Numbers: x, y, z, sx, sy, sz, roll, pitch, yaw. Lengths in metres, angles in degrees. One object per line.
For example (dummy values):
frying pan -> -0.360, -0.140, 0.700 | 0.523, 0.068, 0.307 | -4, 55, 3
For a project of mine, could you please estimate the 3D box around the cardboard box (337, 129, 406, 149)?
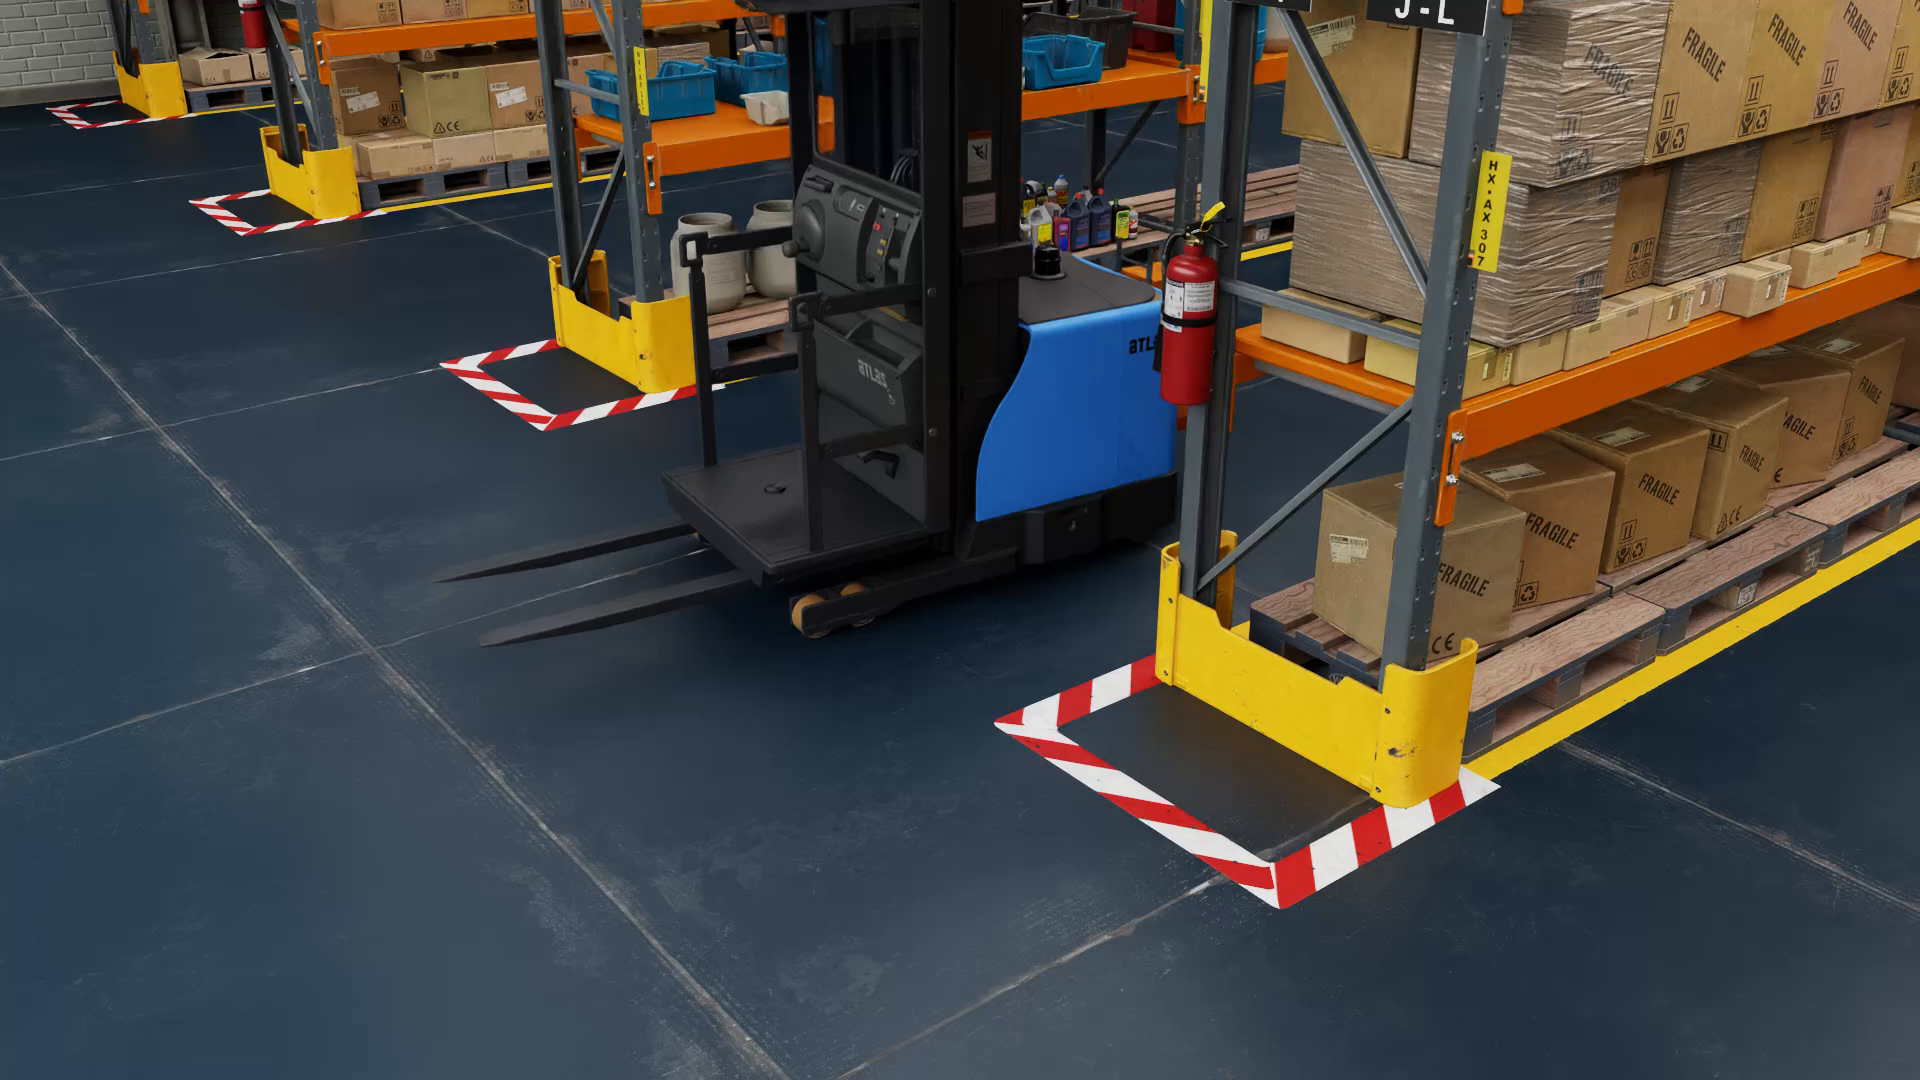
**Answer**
cardboard box -> -4.736, -3.162, 13.268 | 0.500, 0.250, 0.500 | -18, 31, -34

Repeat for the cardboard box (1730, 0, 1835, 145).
cardboard box -> 2.526, -1.643, 5.568 | 0.500, 0.500, 0.500 | -18, 31, -34

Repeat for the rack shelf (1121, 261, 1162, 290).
rack shelf -> 0.960, -1.142, 7.353 | 0.480, 0.148, 0.258 | -14, 29, -28

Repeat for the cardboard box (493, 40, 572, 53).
cardboard box -> -3.565, -3.897, 13.961 | 0.500, 0.500, 0.500 | -18, 31, -34

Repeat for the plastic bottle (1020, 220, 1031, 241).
plastic bottle -> 0.361, -1.906, 10.506 | 0.135, 0.276, 0.152 | -18, 30, -33

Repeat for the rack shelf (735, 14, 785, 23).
rack shelf -> -0.254, -5.214, 15.776 | 4.000, 0.370, 1.077 | -18, 31, -34

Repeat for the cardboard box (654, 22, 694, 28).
cardboard box -> -3.517, -6.193, 19.478 | 0.500, 0.500, 0.700 | -18, 30, -33

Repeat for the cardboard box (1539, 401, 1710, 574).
cardboard box -> 2.589, -0.235, 6.664 | 0.500, 0.500, 0.500 | -15, 29, -29

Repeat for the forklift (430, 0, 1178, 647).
forklift -> -0.584, -1.203, 6.360 | 3.031, 2.935, 1.130 | -14, 29, -28

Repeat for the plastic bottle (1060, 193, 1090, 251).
plastic bottle -> 0.746, -2.064, 10.759 | 0.185, 0.351, 0.144 | -20, 32, -37

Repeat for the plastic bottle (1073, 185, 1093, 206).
plastic bottle -> 0.808, -2.162, 10.969 | 0.185, 0.351, 0.144 | -18, 31, -34

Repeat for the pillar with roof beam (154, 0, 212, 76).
pillar with roof beam -> -5.362, -7.385, 12.474 | 0.400, 9.000, 9.100 | -18, 31, -34

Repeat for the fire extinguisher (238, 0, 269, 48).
fire extinguisher -> -5.355, -4.070, 12.548 | 0.183, 0.674, 0.296 | -18, 31, -34

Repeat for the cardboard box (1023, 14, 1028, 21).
cardboard box -> 0.726, -5.219, 17.033 | 0.500, 0.311, 0.500 | -17, 30, -32

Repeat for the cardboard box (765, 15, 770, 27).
cardboard box -> -2.274, -6.561, 20.271 | 0.500, 0.500, 0.700 | -18, 30, -33

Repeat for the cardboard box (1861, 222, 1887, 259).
cardboard box -> 3.452, -1.241, 6.659 | 0.250, 0.149, 0.380 | -18, 31, -34

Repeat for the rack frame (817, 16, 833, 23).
rack frame -> -1.740, -7.700, 20.278 | 0.127, 3.000, 1.000 | -18, 31, -34

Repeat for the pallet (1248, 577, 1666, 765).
pallet -> 1.855, 0.347, 6.252 | 1.213, 0.211, 1.003 | -18, 31, -34

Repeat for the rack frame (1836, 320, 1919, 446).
rack frame -> 4.282, -1.738, 7.432 | 0.127, 3.000, 1.000 | -18, 31, -34

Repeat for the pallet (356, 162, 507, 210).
pallet -> -4.400, -2.929, 13.311 | 1.213, 0.211, 1.003 | -18, 31, -34

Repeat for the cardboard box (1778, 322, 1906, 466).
cardboard box -> 3.942, -0.704, 7.675 | 0.500, 0.500, 0.500 | -19, 31, -36

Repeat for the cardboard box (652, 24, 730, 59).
cardboard box -> -2.386, -4.287, 14.802 | 0.500, 0.500, 0.500 | -18, 31, -34

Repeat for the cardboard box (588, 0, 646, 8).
cardboard box -> -2.982, -4.681, 13.653 | 0.500, 0.500, 0.700 | -18, 30, -33

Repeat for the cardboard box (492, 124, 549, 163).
cardboard box -> -3.631, -3.251, 13.460 | 0.500, 0.250, 0.500 | -18, 31, -34

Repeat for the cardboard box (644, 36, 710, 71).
cardboard box -> -2.459, -3.985, 14.151 | 0.500, 0.500, 0.500 | -18, 31, -34

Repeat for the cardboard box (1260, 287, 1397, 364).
cardboard box -> 1.231, -0.728, 5.553 | 0.250, 0.149, 0.380 | -18, 31, -34

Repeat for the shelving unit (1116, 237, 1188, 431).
shelving unit -> 0.960, -0.786, 7.518 | 0.503, 1.200, 0.258 | -14, 29, -28

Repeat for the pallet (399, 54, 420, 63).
pallet -> -5.394, -5.210, 18.225 | 1.213, 0.211, 1.003 | -18, 31, -34

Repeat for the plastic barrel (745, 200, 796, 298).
plastic barrel -> -1.057, -1.728, 9.867 | 0.421, 0.512, 0.421 | 0, 25, 0

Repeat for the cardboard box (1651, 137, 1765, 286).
cardboard box -> 2.323, -1.298, 6.012 | 0.500, 0.500, 0.875 | -18, 31, -34

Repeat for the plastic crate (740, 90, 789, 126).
plastic crate -> -1.019, -2.346, 9.055 | 0.250, 0.136, 0.298 | -18, 31, -34

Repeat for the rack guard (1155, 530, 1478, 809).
rack guard -> 1.194, 0.415, 5.762 | 0.348, 0.500, 1.175 | -18, 31, -34

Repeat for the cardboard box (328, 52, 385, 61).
cardboard box -> -6.379, -5.160, 17.251 | 0.500, 0.500, 0.700 | -21, 32, -37

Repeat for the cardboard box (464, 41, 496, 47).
cardboard box -> -5.290, -5.426, 18.222 | 0.380, 0.166, 0.250 | 22, 33, 39

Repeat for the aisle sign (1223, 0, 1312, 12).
aisle sign -> 0.900, -1.962, 4.825 | 0.004, 0.787, 0.394 | -18, 31, -34

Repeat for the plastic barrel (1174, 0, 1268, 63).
plastic barrel -> 1.717, -3.606, 10.862 | 0.708, 0.901, 0.600 | -18, 31, -34

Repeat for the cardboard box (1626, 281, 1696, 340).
cardboard box -> 2.305, -0.833, 5.781 | 0.250, 0.149, 0.380 | -18, 31, -34

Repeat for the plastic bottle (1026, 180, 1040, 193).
plastic bottle -> 0.467, -2.312, 11.382 | 0.135, 0.276, 0.152 | -17, 30, -32

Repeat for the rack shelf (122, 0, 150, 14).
rack shelf -> -6.462, -5.815, 17.071 | 4.000, 0.370, 1.077 | -18, 31, -34

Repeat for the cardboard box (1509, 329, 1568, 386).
cardboard box -> 1.714, -0.639, 5.362 | 0.250, 0.149, 0.380 | -18, 31, -34

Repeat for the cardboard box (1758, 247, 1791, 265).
cardboard box -> 2.861, -1.047, 6.240 | 0.250, 0.149, 0.380 | -18, 31, -34

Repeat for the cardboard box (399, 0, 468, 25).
cardboard box -> -4.190, -4.282, 12.795 | 0.500, 0.500, 0.700 | -17, 30, -33

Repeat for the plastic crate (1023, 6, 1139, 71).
plastic crate -> 0.735, -3.257, 10.778 | 0.504, 0.338, 0.767 | -18, 31, -34

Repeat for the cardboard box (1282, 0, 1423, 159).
cardboard box -> 1.414, -1.558, 5.383 | 0.500, 0.500, 0.500 | -18, 31, -34

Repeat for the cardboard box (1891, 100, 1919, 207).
cardboard box -> 3.474, -1.704, 6.886 | 0.500, 0.500, 0.875 | -18, 31, -34

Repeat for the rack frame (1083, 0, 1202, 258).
rack frame -> 1.226, -3.379, 10.967 | 0.127, 3.000, 1.000 | -18, 31, -34

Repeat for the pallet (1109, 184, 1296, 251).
pallet -> 1.820, -2.331, 12.022 | 1.213, 0.211, 1.003 | -18, 31, -34

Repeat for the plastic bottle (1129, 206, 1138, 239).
plastic bottle -> 1.132, -2.112, 11.038 | 0.097, 0.201, 0.097 | 0, 25, 0

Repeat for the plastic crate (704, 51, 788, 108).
plastic crate -> -1.198, -2.668, 9.613 | 0.408, 0.251, 0.499 | -18, 31, -34

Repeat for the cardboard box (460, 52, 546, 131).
cardboard box -> -3.639, -3.595, 13.311 | 0.500, 0.500, 0.500 | -18, 31, -34

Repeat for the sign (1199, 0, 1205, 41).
sign -> 1.556, -3.319, 10.510 | 0.005, 0.325, 0.100 | -18, 31, -34

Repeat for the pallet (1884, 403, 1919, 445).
pallet -> 4.894, -0.676, 8.456 | 1.213, 0.211, 1.003 | -18, 31, -34

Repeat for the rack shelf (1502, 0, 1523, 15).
rack shelf -> 2.708, -2.253, 5.833 | 4.000, 0.370, 1.077 | -18, 31, -34
